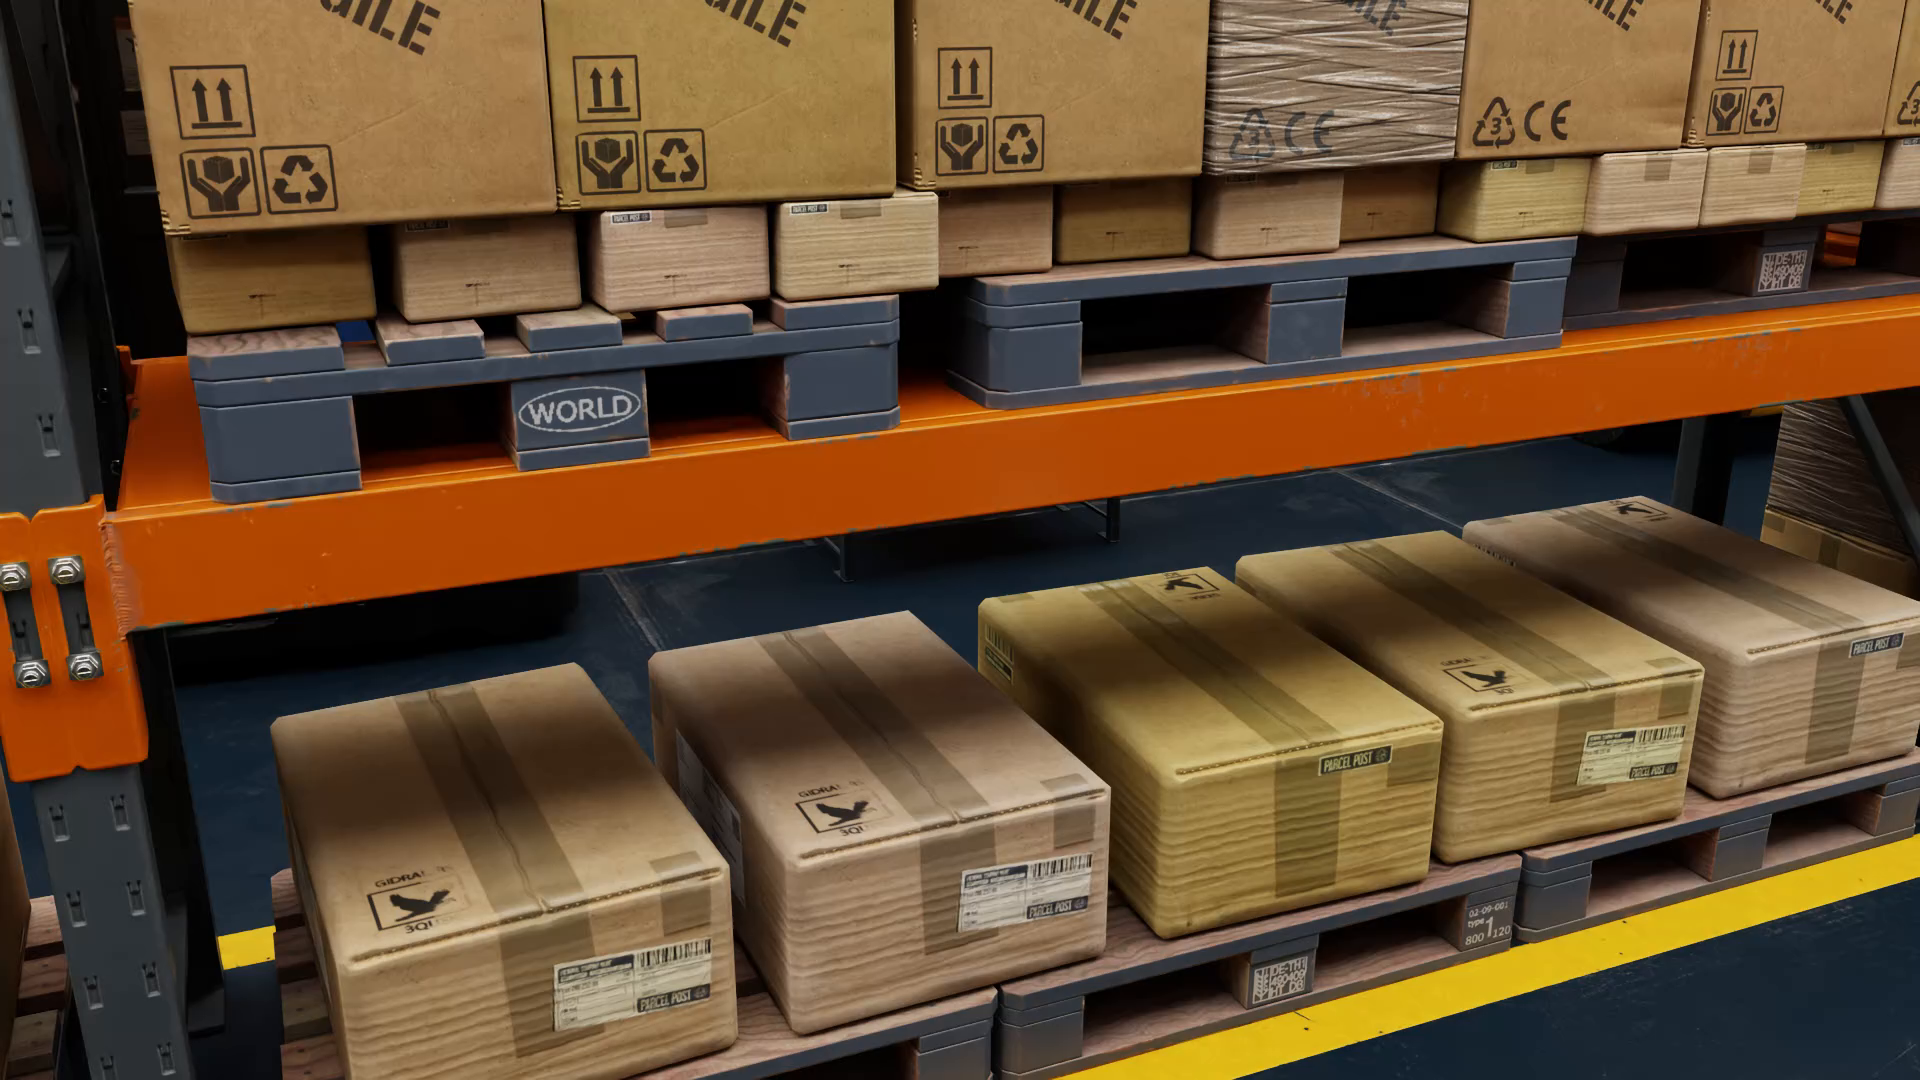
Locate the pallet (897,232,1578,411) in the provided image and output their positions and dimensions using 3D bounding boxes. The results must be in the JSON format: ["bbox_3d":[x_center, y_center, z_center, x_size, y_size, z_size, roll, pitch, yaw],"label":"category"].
[{"bbox_3d":[0.406,-0.537,3.320,1.213,0.211,1.003,-8,21,-22],"label":"pallet"}]

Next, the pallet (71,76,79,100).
[{"bbox_3d":[-3.959,-1.667,6.529,1.003,0.211,1.213,-8,21,-22],"label":"pallet"}]

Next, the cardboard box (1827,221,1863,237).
[{"bbox_3d":[2.452,-0.898,4.434,0.250,0.149,0.380,-8,21,-22],"label":"cardboard box"}]

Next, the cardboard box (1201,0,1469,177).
[{"bbox_3d":[0.533,-0.935,2.930,0.500,0.500,0.500,-9,21,-24],"label":"cardboard box"}]

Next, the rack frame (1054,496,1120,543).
[{"bbox_3d":[0.461,-0.597,6.023,0.032,1.125,0.500,-8,21,-22],"label":"rack frame"}]

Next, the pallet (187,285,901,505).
[{"bbox_3d":[-0.783,-0.391,2.904,1.003,0.211,1.213,-8,21,-22],"label":"pallet"}]

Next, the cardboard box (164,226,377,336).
[{"bbox_3d":[-1.023,-0.421,2.446,0.250,0.149,0.380,-9,22,-25],"label":"cardboard box"}]

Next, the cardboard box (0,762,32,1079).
[{"bbox_3d":[-2.062,0.515,2.610,0.875,0.875,0.875,-8,21,-22],"label":"cardboard box"}]

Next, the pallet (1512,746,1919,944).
[{"bbox_3d":[1.563,0.537,4.179,1.213,0.211,1.003,-8,21,-22],"label":"pallet"}]

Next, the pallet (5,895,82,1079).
[{"bbox_3d":[-2.149,1.041,2.747,1.213,0.211,1.003,-8,21,-22],"label":"pallet"}]

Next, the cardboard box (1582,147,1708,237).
[{"bbox_3d":[1.210,-0.700,3.240,0.250,0.149,0.380,-8,21,-21],"label":"cardboard box"}]

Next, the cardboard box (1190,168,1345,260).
[{"bbox_3d":[0.480,-0.618,3.008,0.250,0.149,0.380,-7,21,-20],"label":"cardboard box"}]

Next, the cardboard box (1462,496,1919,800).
[{"bbox_3d":[1.797,0.230,4.176,0.625,0.372,0.950,-8,21,-21],"label":"cardboard box"}]

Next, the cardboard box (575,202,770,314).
[{"bbox_3d":[-0.481,-0.469,2.585,0.250,0.149,0.380,-10,22,-25],"label":"cardboard box"}]

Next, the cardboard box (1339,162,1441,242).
[{"bbox_3d":[0.690,-0.676,3.170,0.250,0.149,0.380,-9,21,-24],"label":"cardboard box"}]

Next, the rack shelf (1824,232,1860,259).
[{"bbox_3d":[4.114,-0.805,4.875,4.000,0.370,1.077,-8,21,-22],"label":"rack shelf"}]

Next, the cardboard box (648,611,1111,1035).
[{"bbox_3d":[-0.198,0.516,3.365,0.625,0.372,0.950,-9,21,-23],"label":"cardboard box"}]

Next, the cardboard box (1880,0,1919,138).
[{"bbox_3d":[1.944,-1.136,3.501,0.500,0.500,0.500,-9,21,-23],"label":"cardboard box"}]

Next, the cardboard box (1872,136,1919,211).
[{"bbox_3d":[1.915,-0.809,3.549,0.250,0.149,0.380,-8,21,-21],"label":"cardboard box"}]

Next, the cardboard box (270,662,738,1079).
[{"bbox_3d":[-0.872,0.615,3.083,0.625,0.372,0.950,-10,22,-26],"label":"cardboard box"}]

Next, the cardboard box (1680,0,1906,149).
[{"bbox_3d":[1.490,-1.070,3.314,0.500,0.500,0.500,-8,21,-22],"label":"cardboard box"}]

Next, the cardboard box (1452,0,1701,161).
[{"bbox_3d":[1.013,-1.004,3.127,0.500,0.500,0.500,-7,21,-20],"label":"cardboard box"}]

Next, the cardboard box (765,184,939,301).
[{"bbox_3d":[-0.220,-0.499,2.670,0.250,0.149,0.380,-8,21,-22],"label":"cardboard box"}]

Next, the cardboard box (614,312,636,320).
[{"bbox_3d":[-1.572,-1.201,7.860,0.625,0.625,0.875,-9,21,-24],"label":"cardboard box"}]

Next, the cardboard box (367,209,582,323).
[{"bbox_3d":[-0.750,-0.447,2.522,0.250,0.149,0.380,-10,22,-25],"label":"cardboard box"}]

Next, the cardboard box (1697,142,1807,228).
[{"bbox_3d":[1.443,-0.735,3.338,0.250,0.149,0.380,-9,21,-23],"label":"cardboard box"}]

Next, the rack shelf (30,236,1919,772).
[{"bbox_3d":[0.441,-0.279,3.380,4.000,0.370,1.077,-8,21,-22],"label":"rack shelf"}]

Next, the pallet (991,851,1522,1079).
[{"bbox_3d":[0.442,0.699,3.719,1.213,0.211,1.003,-8,21,-22],"label":"pallet"}]

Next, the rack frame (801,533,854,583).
[{"bbox_3d":[-0.473,-0.463,5.643,0.032,1.125,0.500,-8,21,-22],"label":"rack frame"}]

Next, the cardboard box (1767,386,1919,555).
[{"bbox_3d":[2.715,-0.296,4.724,0.500,0.500,0.500,-8,21,-23],"label":"cardboard box"}]

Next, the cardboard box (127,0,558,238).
[{"bbox_3d":[-0.890,-0.729,2.345,0.500,0.500,0.500,-9,21,-23],"label":"cardboard box"}]

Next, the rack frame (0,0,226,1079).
[{"bbox_3d":[-1.395,-0.355,2.513,0.127,3.000,1.000,-8,21,-22],"label":"rack frame"}]

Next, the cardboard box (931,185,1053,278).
[{"bbox_3d":[-0.030,-0.555,2.827,0.250,0.149,0.380,-7,21,-19],"label":"cardboard box"}]

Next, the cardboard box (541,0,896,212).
[{"bbox_3d":[-0.415,-0.800,2.546,0.500,0.500,0.500,-7,21,-19],"label":"cardboard box"}]

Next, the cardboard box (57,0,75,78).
[{"bbox_3d":[-3.899,-2.093,6.668,0.500,0.500,0.500,-7,21,-19],"label":"cardboard box"}]

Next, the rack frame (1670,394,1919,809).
[{"bbox_3d":[2.278,-0.881,4.008,0.127,3.000,1.000,-8,21,-22],"label":"rack frame"}]

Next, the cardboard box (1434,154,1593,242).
[{"bbox_3d":[0.972,-0.679,3.180,0.250,0.149,0.380,-8,21,-22],"label":"cardboard box"}]

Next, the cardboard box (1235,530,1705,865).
[{"bbox_3d":[1.138,0.326,3.905,0.625,0.372,0.950,-7,21,-19],"label":"cardboard box"}]

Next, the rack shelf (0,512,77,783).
[{"bbox_3d":[-3.232,0.248,1.886,4.000,0.370,1.077,-8,21,-22],"label":"rack shelf"}]

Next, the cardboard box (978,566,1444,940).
[{"bbox_3d":[0.501,0.418,3.644,0.625,0.372,0.950,-7,21,-20],"label":"cardboard box"}]

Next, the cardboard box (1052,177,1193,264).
[{"bbox_3d":[0.214,-0.604,2.967,0.250,0.149,0.380,-7,21,-20],"label":"cardboard box"}]

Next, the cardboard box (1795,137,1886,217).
[{"bbox_3d":[1.665,-0.779,3.465,0.250,0.149,0.380,-9,21,-24],"label":"cardboard box"}]

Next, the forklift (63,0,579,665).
[{"bbox_3d":[-2.772,-1.094,4.715,3.031,2.935,1.130,-6,20,-17],"label":"forklift"}]

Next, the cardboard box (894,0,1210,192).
[{"bbox_3d":[0.070,-0.872,2.750,0.500,0.500,0.500,-8,21,-21],"label":"cardboard box"}]

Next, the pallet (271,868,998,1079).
[{"bbox_3d":[-0.677,0.858,3.267,1.213,0.211,1.003,-8,21,-22],"label":"pallet"}]

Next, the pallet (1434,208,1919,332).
[{"bbox_3d":[1.518,-0.734,3.880,1.213,0.211,1.003,-8,21,-22],"label":"pallet"}]

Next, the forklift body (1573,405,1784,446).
[{"bbox_3d":[2.962,-1.714,7.652,1.214,2.155,2.313,-8,21,-22],"label":"forklift body"}]

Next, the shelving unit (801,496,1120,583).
[{"bbox_3d":[-0.006,-0.530,5.833,1.048,1.125,0.538,-8,21,-22],"label":"shelving unit"}]

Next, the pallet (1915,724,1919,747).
[{"bbox_3d":[2.880,0.335,4.753,1.213,0.211,1.003,-8,21,-22],"label":"pallet"}]

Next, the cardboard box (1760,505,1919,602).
[{"bbox_3d":[2.714,0.058,4.849,0.500,0.250,0.500,-7,21,-19],"label":"cardboard box"}]
